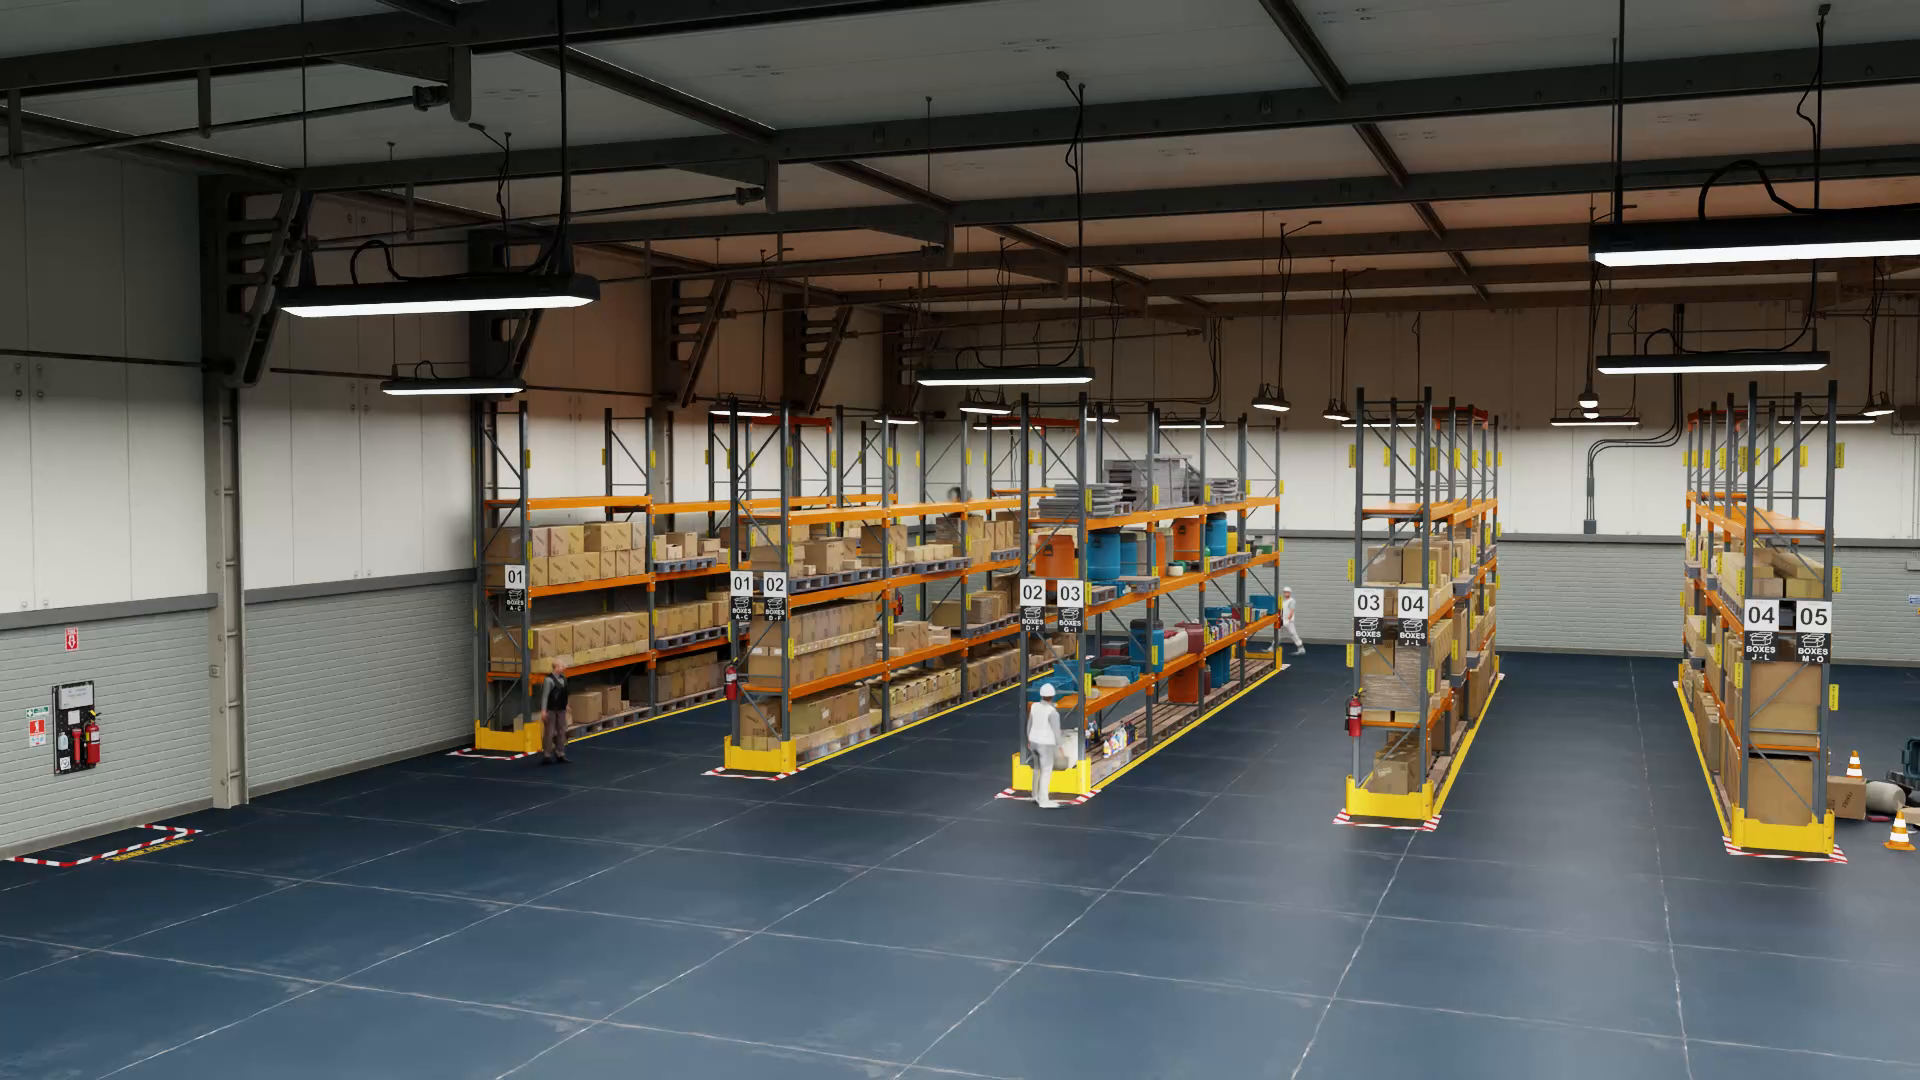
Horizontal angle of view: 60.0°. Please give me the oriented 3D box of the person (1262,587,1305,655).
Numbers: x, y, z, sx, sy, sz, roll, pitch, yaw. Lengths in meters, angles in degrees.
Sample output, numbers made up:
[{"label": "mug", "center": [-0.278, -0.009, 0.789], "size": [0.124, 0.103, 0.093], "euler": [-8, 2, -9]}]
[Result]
[{"label": "person", "center": [8.227, 2.065, 42.224], "size": [1.036, 1.739, 0.695], "euler": [0, 3, -3]}]

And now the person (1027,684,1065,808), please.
[{"label": "person", "center": [1.206, 2.971, 24.020], "size": [0.428, 1.818, 0.677], "euler": [-2, 3, -31]}]

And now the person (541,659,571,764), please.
[{"label": "person", "center": [-6.671, 2.820, 27.371], "size": [0.452, 1.733, 0.588], "euler": [1, 3, 26]}]

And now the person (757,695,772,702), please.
[{"label": "person", "center": [-3.704, 2.606, 31.631], "size": [0.406, 1.840, 0.590], "euler": [2, 3, 30]}]
